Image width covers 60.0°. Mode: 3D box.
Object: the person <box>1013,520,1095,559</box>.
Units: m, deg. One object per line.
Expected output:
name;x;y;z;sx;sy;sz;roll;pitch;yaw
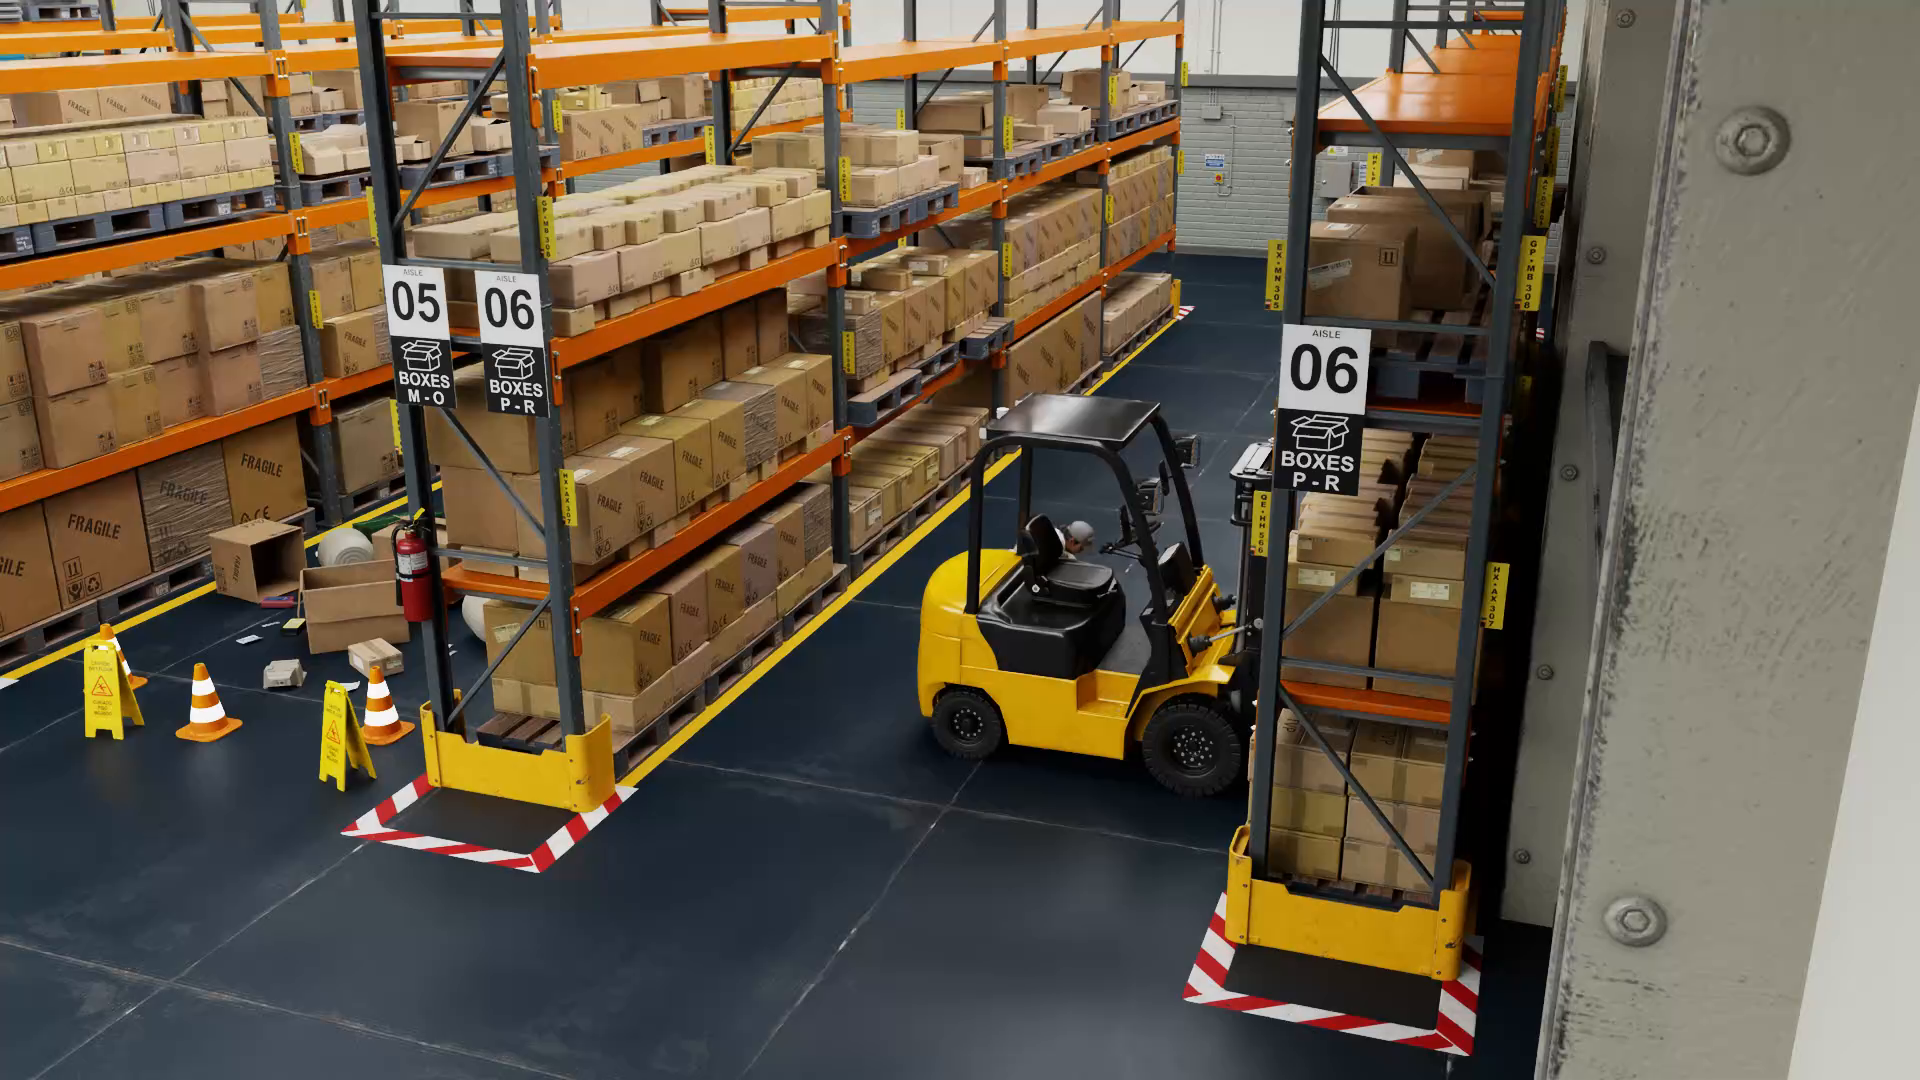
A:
person;0.618;0.295;12.345;0.843;0.940;0.514;6;20;18
